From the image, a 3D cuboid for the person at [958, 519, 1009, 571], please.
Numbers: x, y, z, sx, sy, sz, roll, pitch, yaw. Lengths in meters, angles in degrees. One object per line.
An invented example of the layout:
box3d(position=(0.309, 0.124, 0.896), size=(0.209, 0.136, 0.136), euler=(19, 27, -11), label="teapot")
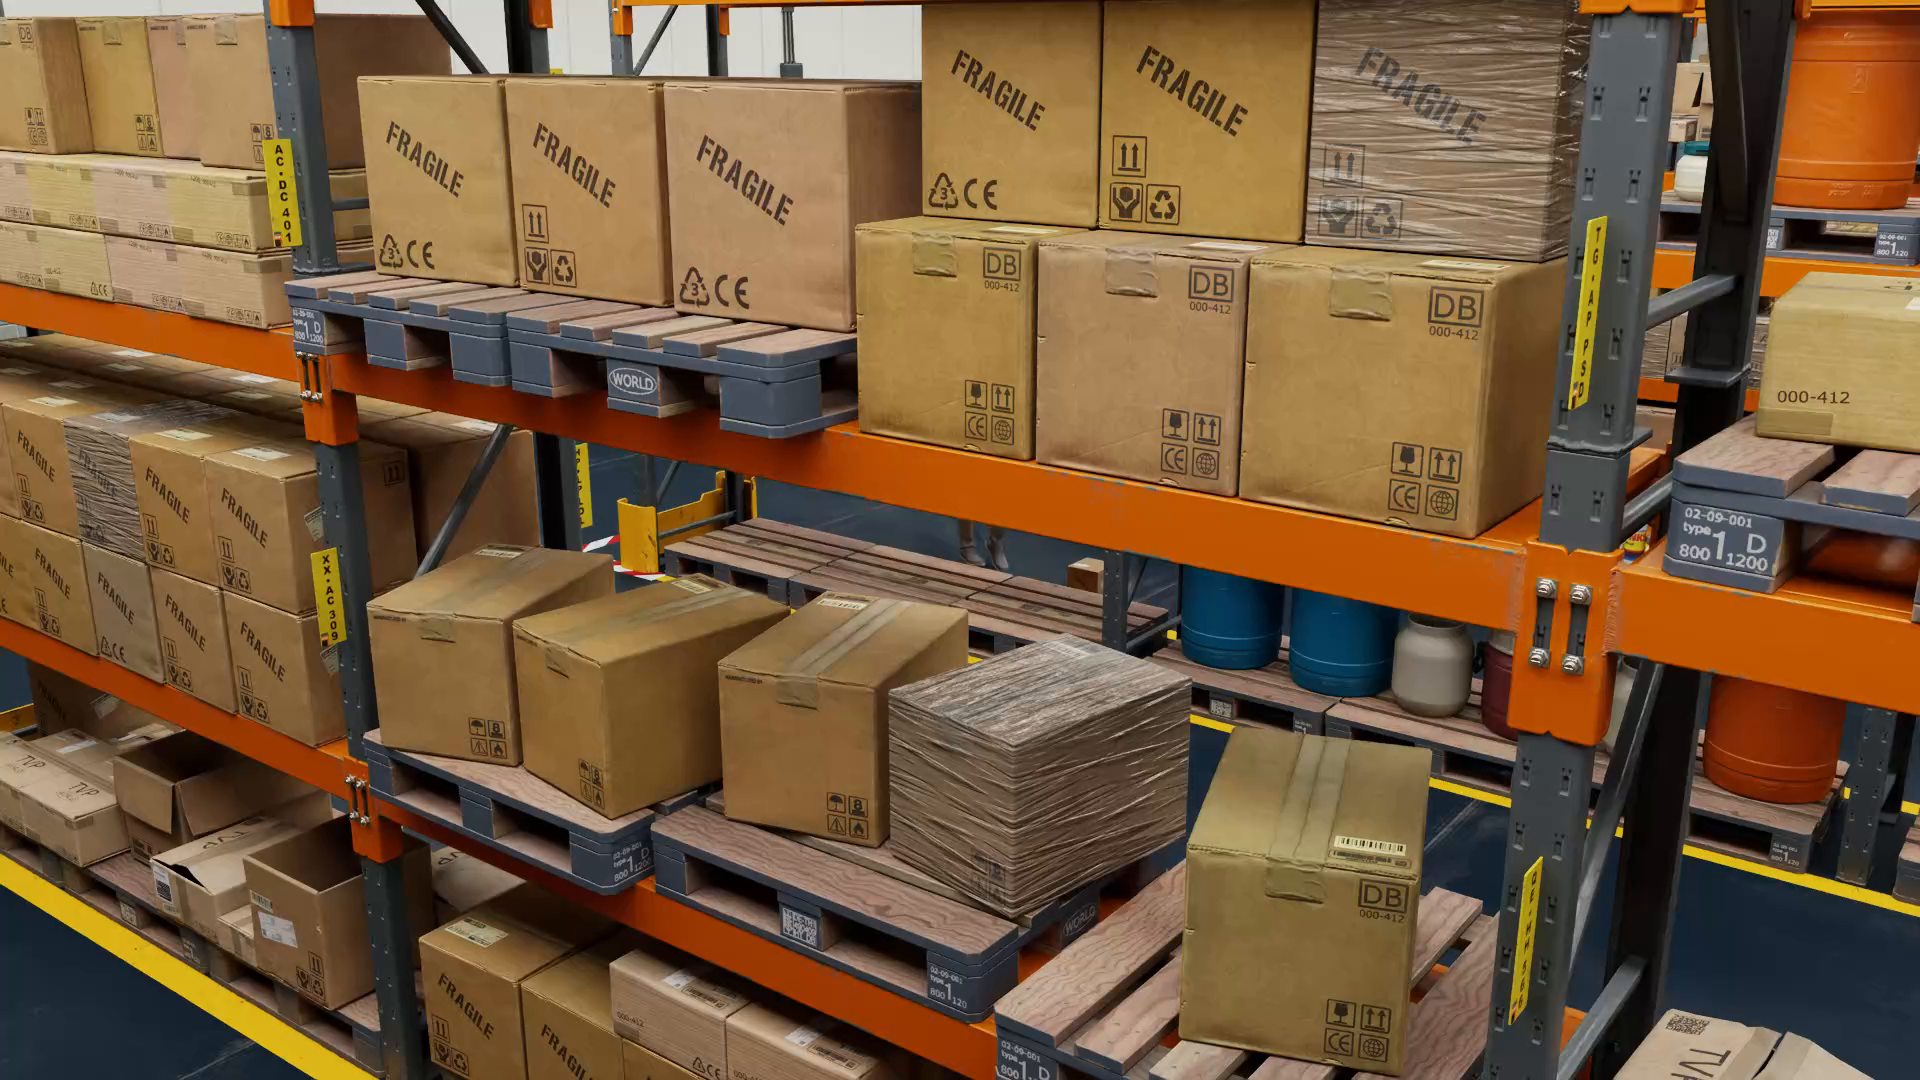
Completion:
box3d(position=(0.157, -0.598, 11.984), size=(0.486, 1.731, 0.464), euler=(-10, 20, -31), label="person")
